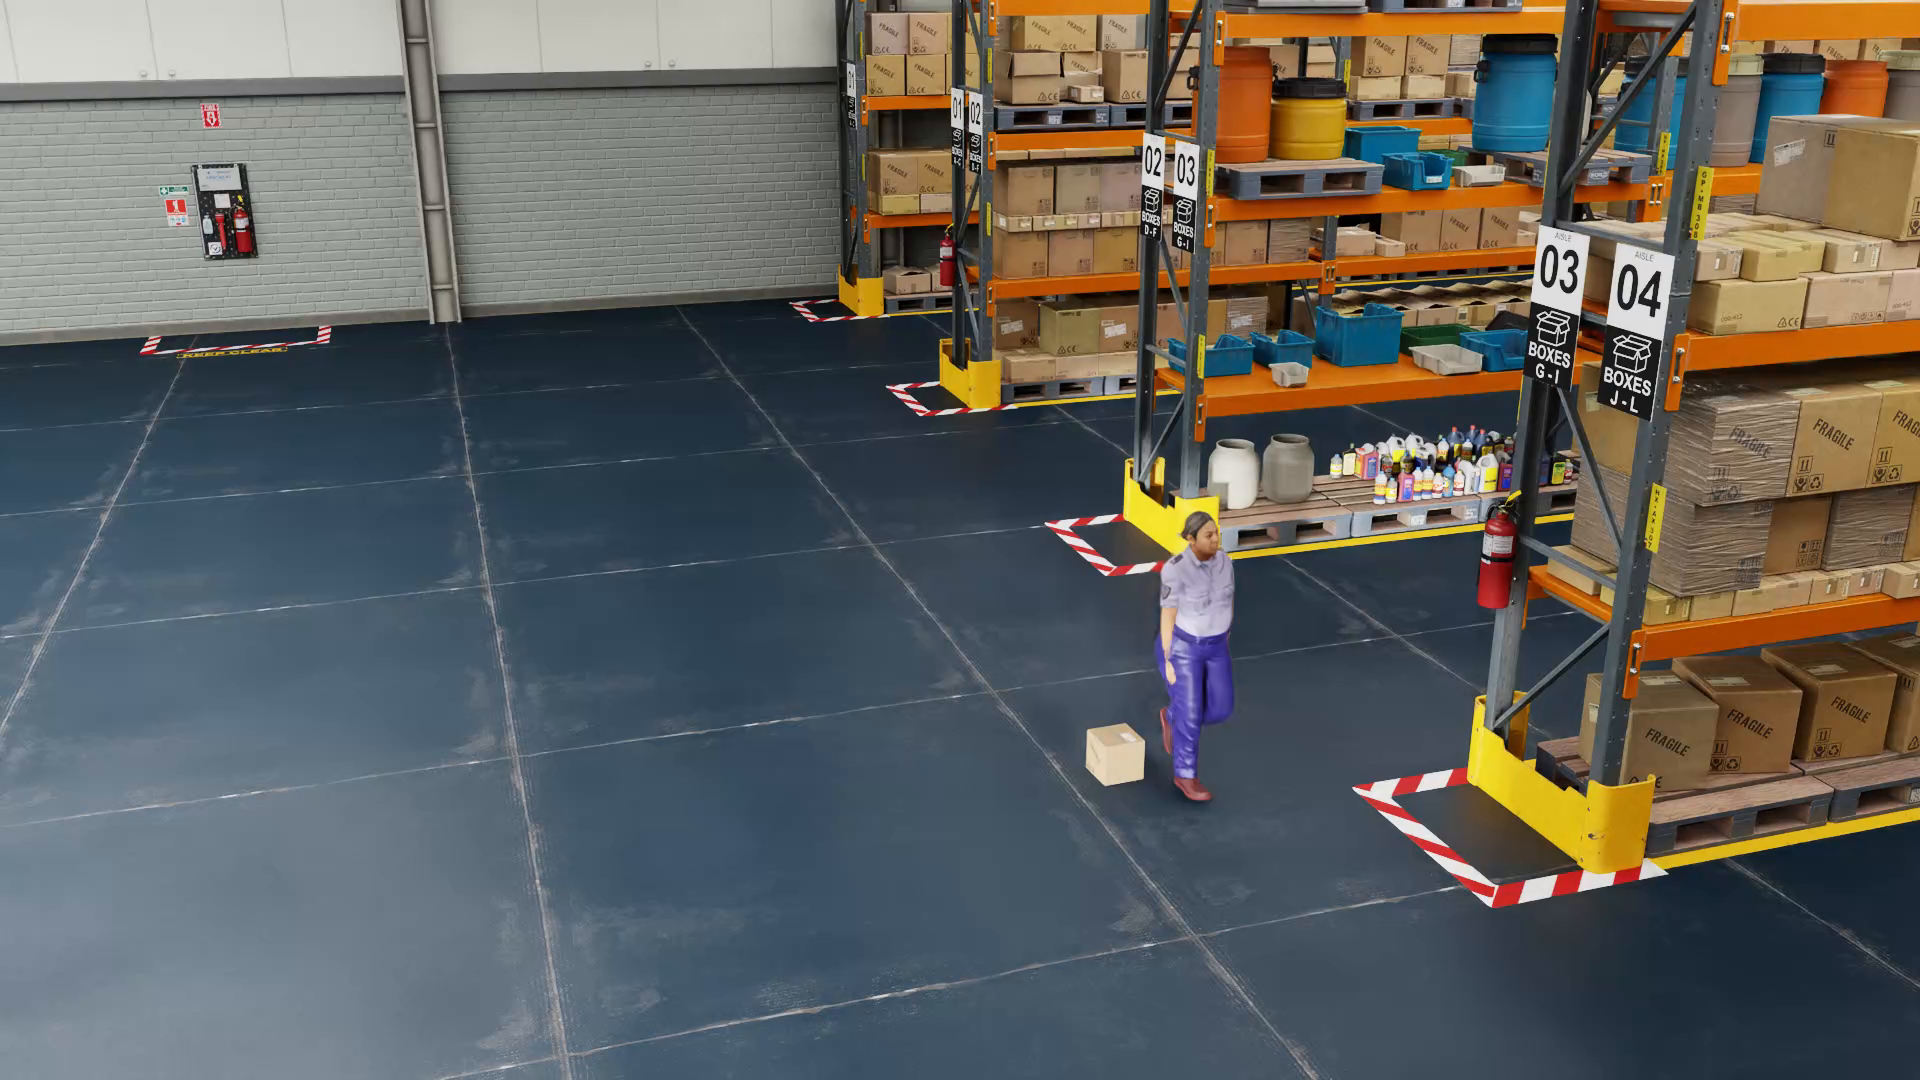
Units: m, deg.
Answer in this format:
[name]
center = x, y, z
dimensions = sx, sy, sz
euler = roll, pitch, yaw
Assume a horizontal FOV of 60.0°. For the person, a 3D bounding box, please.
[person]
center = 1.305, 0.593, 9.340
dimensions = 0.496, 1.626, 0.642
euler = -11, 22, -29
